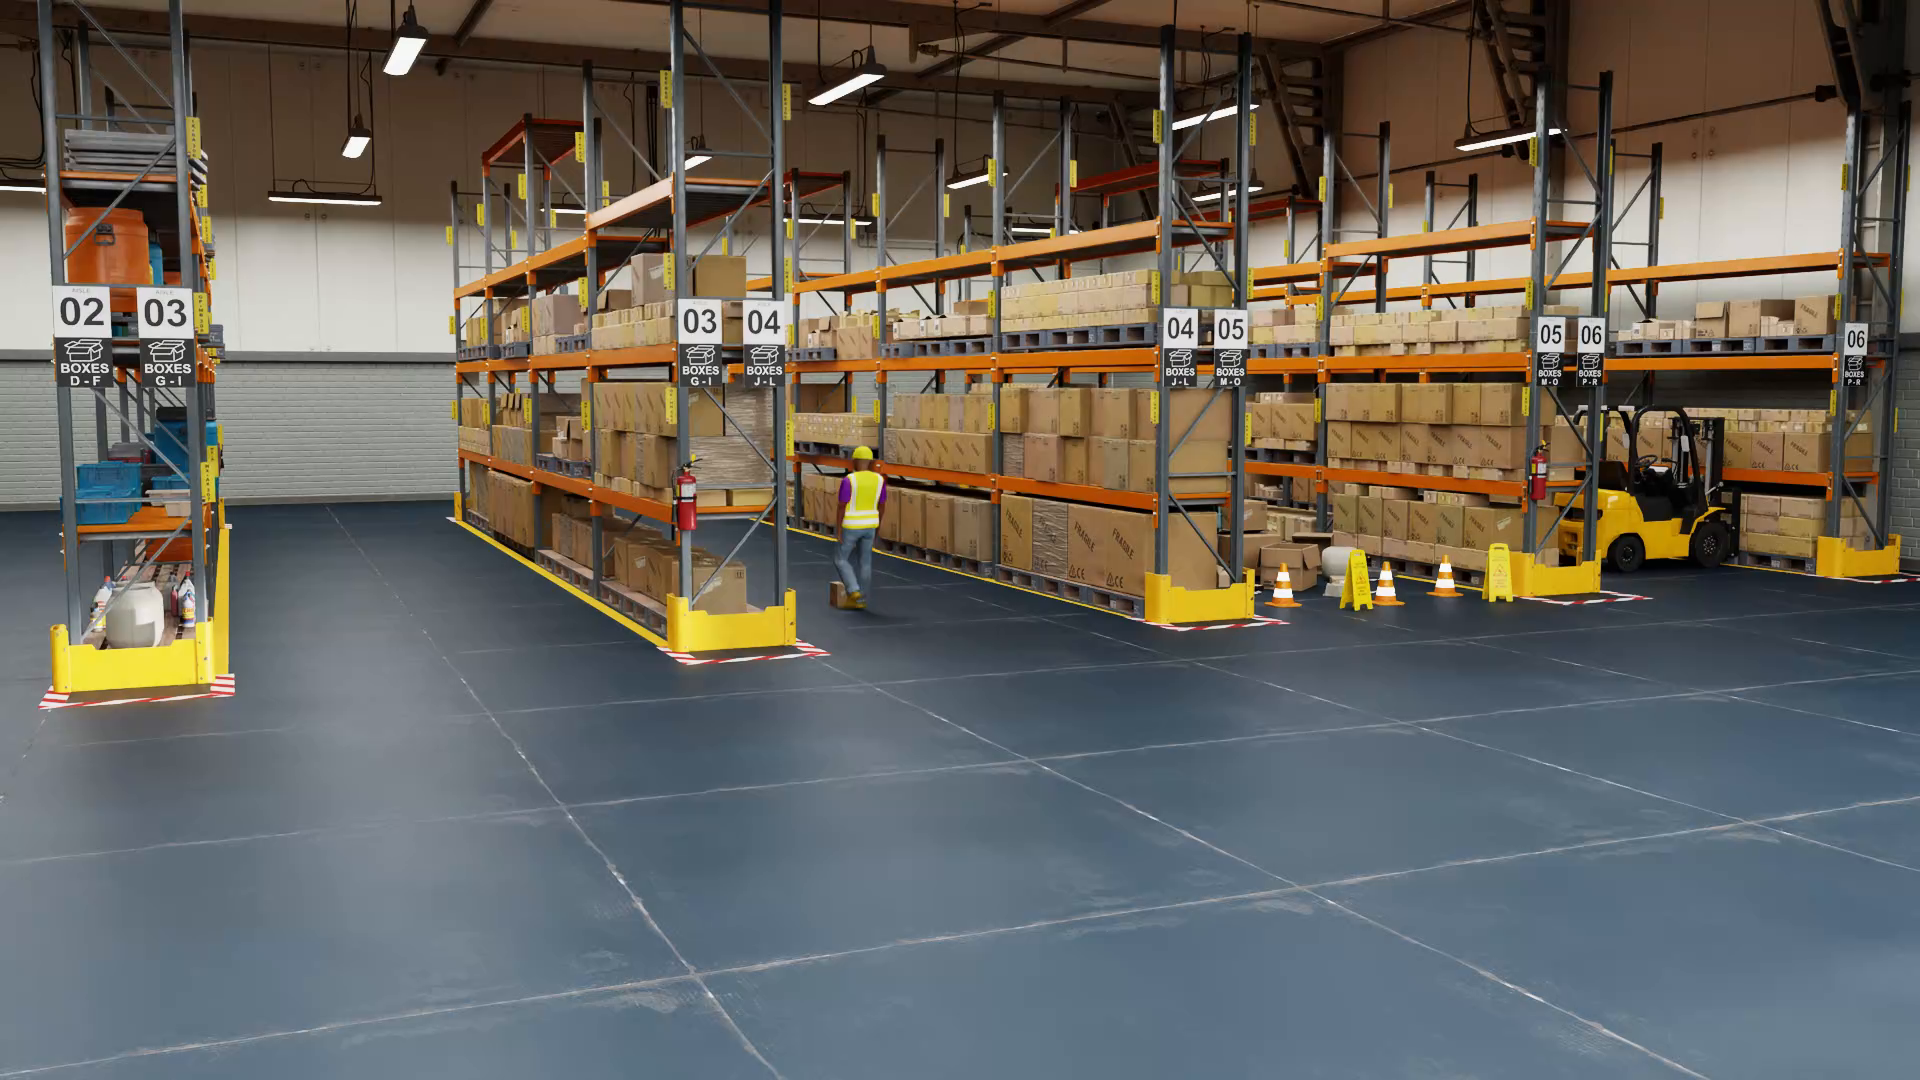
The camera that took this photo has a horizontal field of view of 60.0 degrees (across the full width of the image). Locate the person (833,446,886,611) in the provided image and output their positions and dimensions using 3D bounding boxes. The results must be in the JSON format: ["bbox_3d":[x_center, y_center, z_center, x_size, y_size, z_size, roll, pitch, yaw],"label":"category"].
[{"bbox_3d":[-1.117,-0.132,17.945,0.597,1.775,0.549,-3,6,-29],"label":"person"}]
